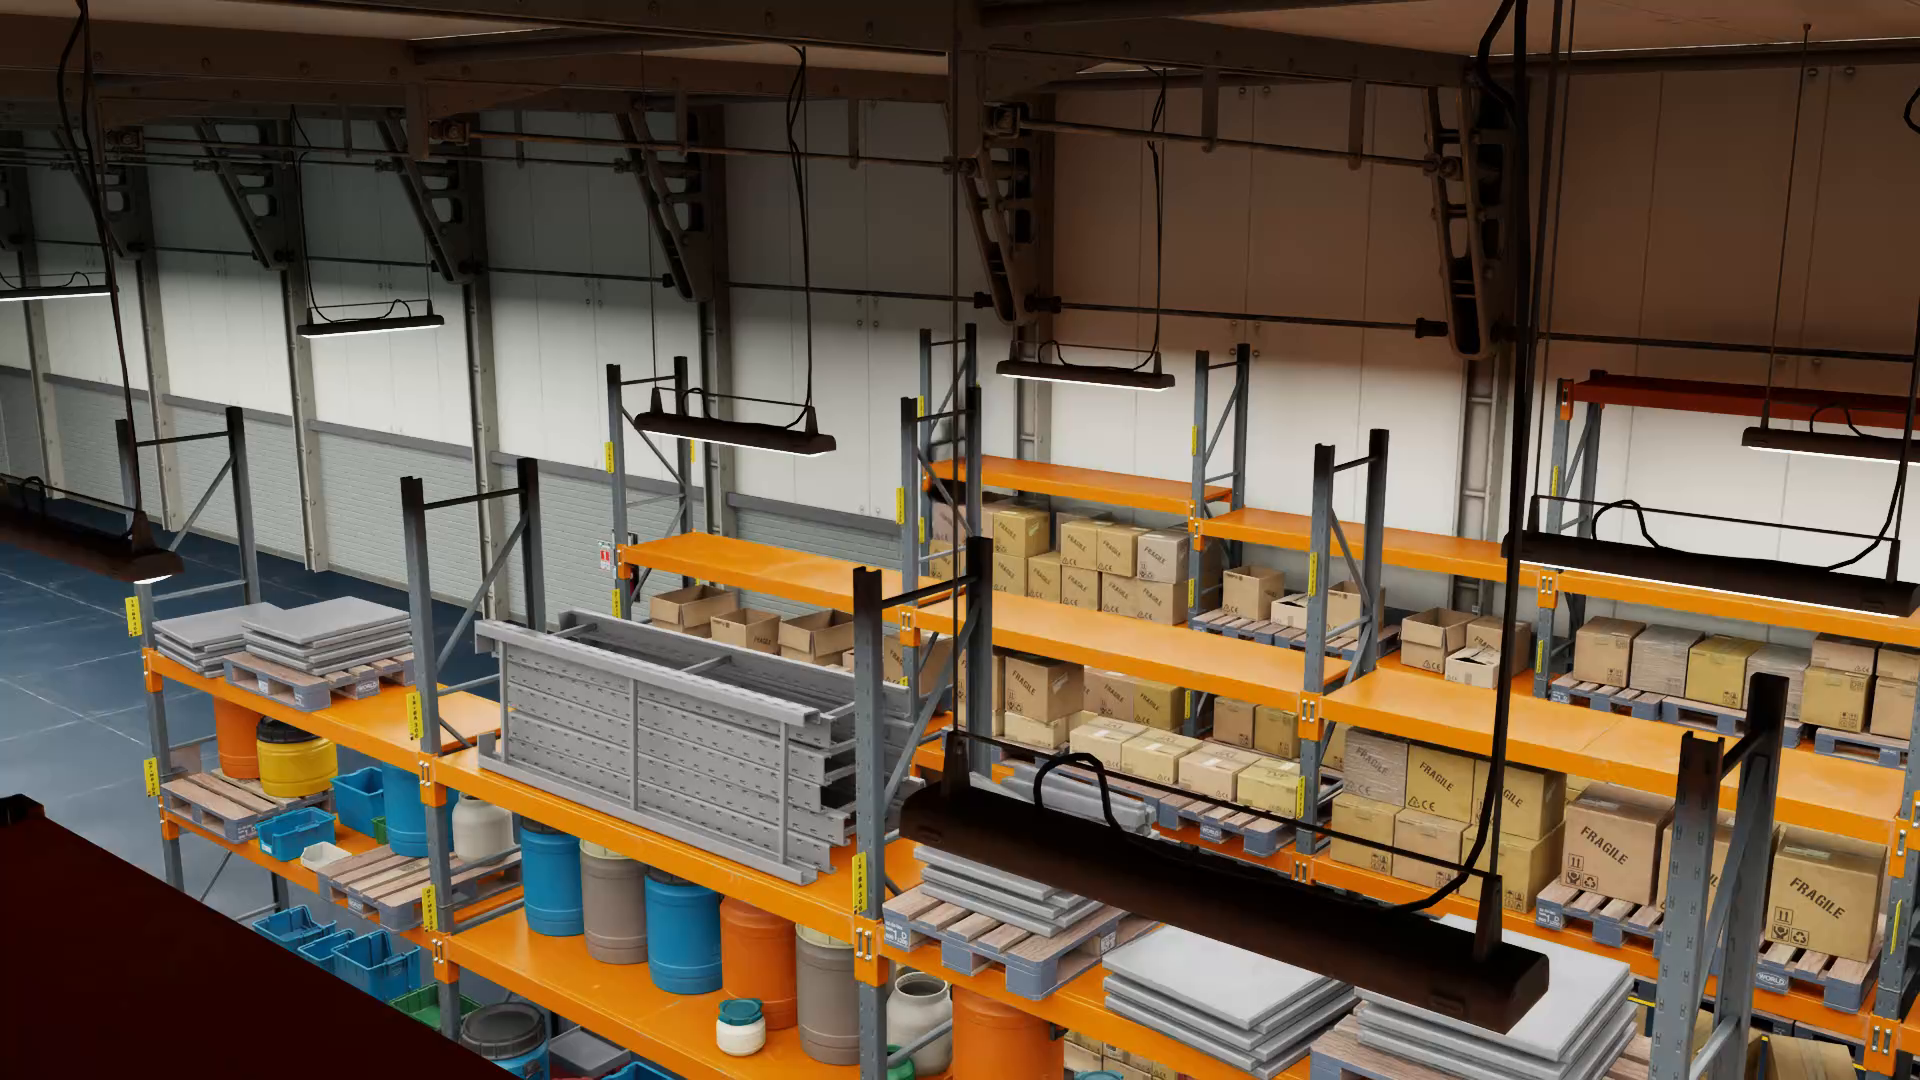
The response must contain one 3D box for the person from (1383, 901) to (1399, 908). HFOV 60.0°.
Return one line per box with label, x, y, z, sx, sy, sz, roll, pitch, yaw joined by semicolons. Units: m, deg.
person;3.876;4.001;14.944;0.599;1.612;0.616;8;15;33
